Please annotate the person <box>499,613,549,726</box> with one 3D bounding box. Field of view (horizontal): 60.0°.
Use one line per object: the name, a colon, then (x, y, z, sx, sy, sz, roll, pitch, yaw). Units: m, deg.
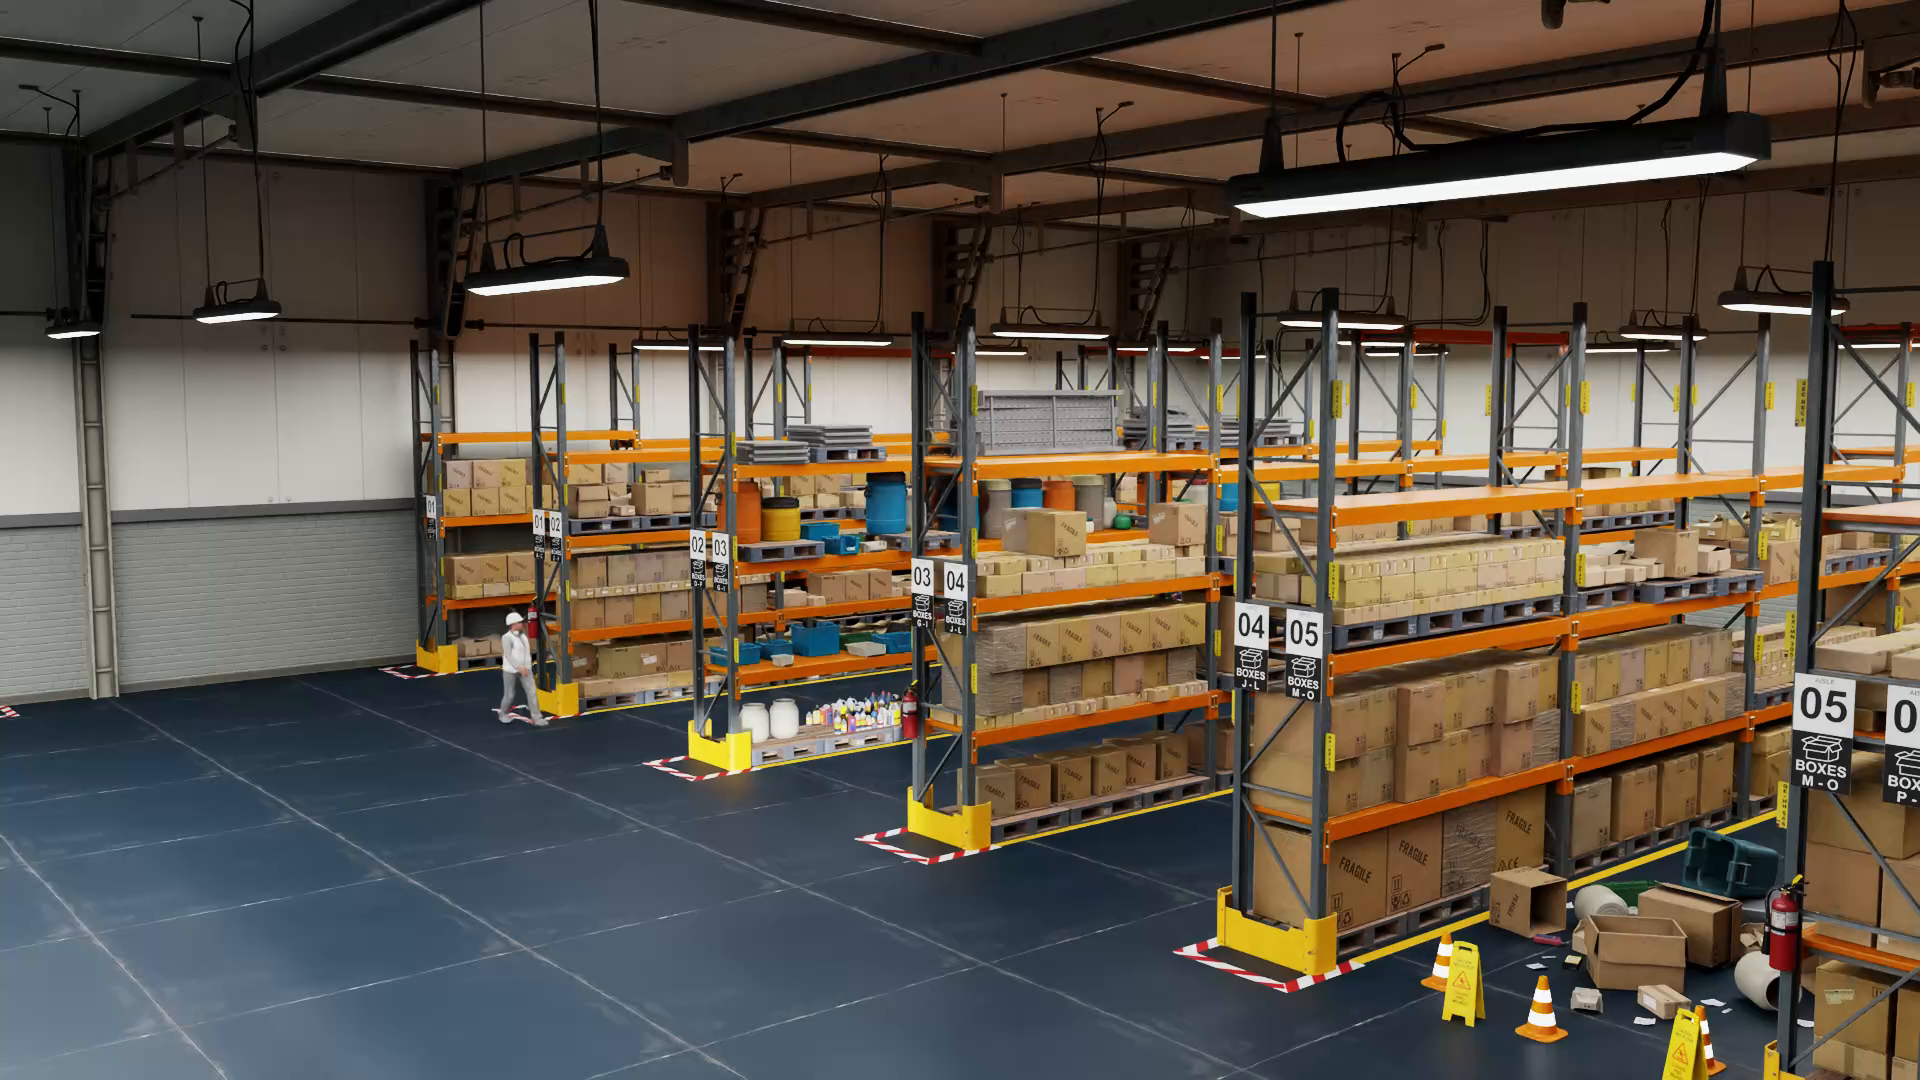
person: (-6.674, 1.956, 25.188, 0.505, 1.709, 1.039, -5, 7, -42)
